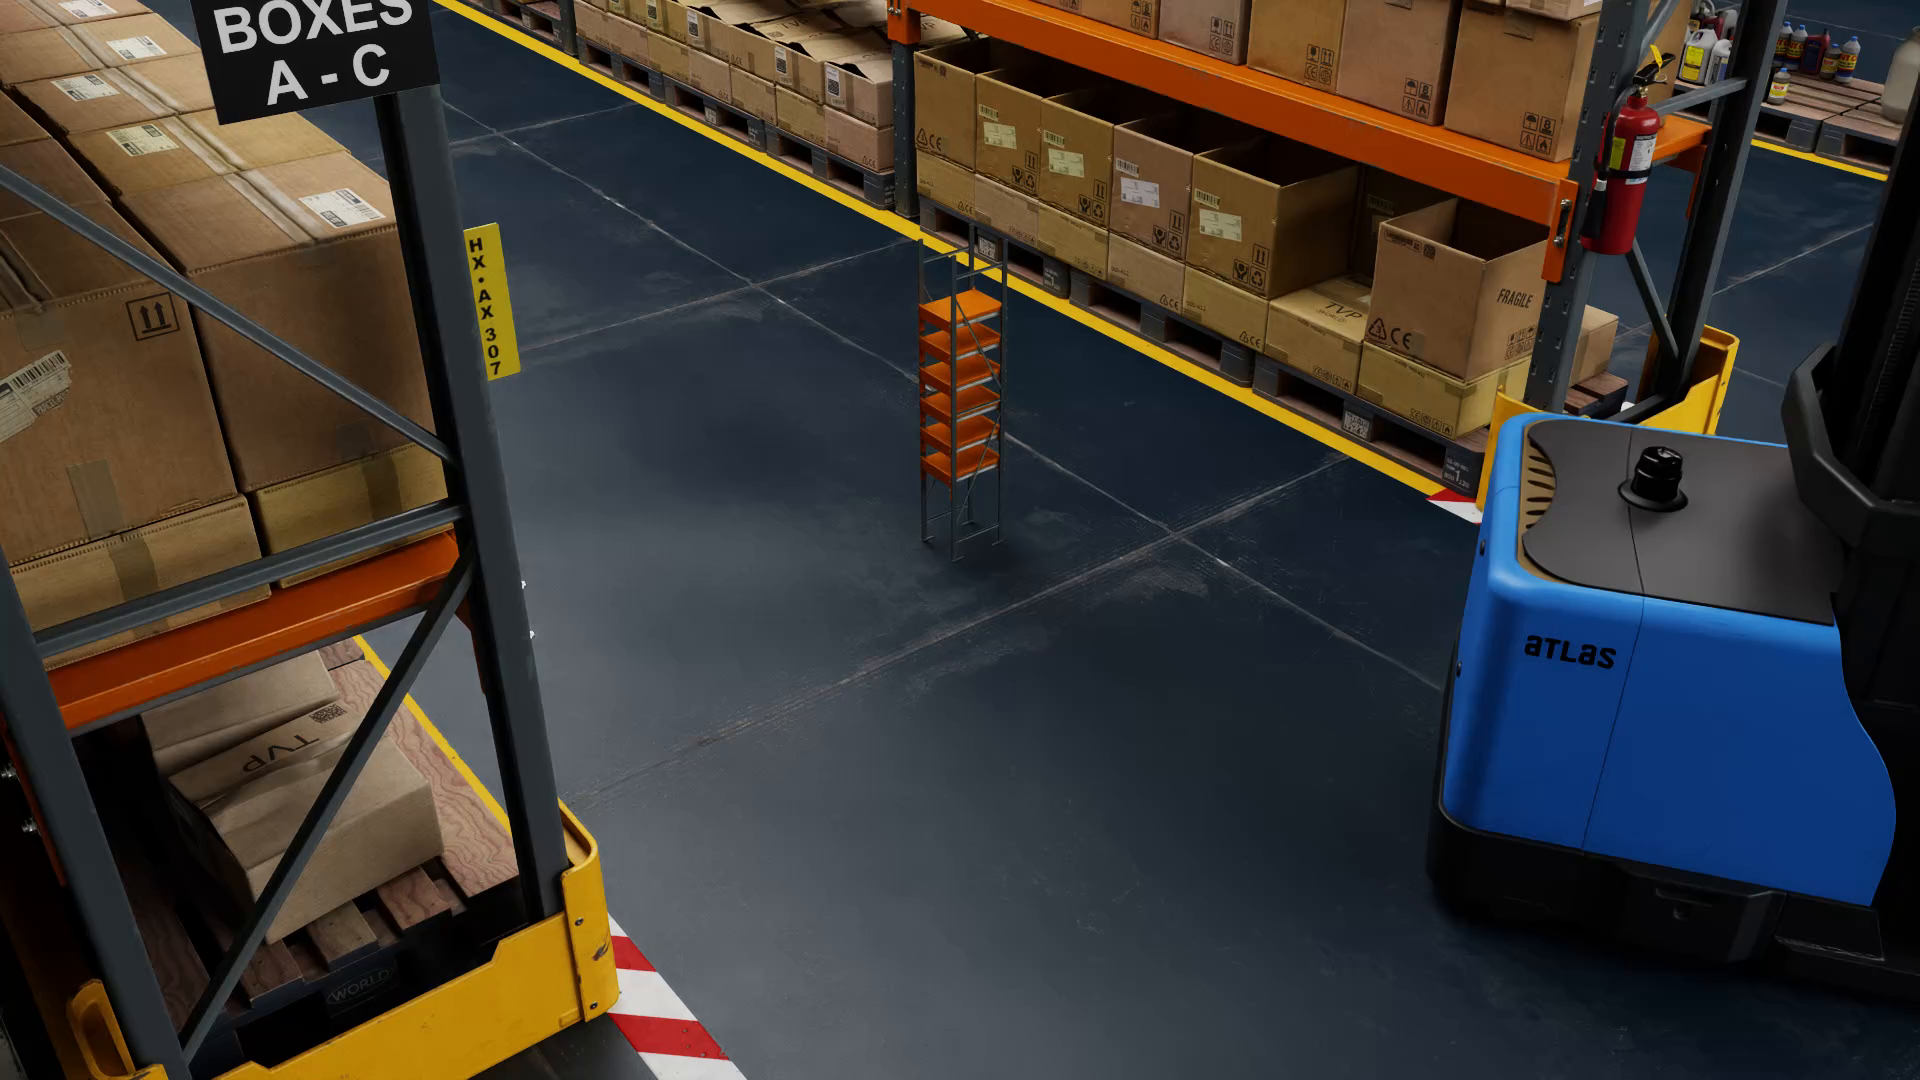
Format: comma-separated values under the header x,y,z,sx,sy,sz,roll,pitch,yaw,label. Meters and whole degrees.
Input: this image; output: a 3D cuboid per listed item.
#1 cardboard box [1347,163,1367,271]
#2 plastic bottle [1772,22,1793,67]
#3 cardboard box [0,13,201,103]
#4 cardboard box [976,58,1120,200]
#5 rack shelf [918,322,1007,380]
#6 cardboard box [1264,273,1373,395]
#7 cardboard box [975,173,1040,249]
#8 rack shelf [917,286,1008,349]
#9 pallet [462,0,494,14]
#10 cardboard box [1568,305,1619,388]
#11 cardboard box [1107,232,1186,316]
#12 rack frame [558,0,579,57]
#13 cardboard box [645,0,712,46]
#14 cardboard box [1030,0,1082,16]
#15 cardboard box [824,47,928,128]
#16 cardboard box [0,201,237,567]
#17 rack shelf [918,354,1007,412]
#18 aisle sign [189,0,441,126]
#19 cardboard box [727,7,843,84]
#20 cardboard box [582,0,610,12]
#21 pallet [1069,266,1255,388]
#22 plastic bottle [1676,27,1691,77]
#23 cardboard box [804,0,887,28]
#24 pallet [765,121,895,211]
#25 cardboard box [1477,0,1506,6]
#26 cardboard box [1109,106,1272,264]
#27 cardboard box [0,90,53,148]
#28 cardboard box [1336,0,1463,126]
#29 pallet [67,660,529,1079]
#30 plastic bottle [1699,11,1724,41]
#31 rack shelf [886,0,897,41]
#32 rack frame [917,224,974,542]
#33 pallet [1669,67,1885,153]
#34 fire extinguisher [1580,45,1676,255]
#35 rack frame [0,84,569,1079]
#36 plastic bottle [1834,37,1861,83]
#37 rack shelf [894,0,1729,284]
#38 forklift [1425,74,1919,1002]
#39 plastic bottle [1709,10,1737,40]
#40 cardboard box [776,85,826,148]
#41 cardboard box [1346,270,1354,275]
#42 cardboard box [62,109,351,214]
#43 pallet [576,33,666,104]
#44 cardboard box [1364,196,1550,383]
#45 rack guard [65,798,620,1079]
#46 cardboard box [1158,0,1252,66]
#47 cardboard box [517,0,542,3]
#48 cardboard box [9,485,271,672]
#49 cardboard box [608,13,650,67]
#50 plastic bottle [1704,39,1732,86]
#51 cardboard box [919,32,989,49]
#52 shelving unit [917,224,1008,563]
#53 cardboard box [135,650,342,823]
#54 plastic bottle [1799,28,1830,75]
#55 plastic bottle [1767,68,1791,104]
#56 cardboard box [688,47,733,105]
x,y,z,sx,sy,sz,roll,pitch,yaw,label
1.750,-1.571,7.433,0.500,0.500,0.500,-22,38,-31,cardboard box
5.306,-3.204,10.735,0.097,0.271,0.097,0,32,0,plastic bottle
-2.371,-1.128,4.635,0.500,0.500,0.500,-21,38,-30,cardboard box
0.425,-2.030,8.173,0.500,0.500,0.500,-22,38,-31,cardboard box
0.009,-0.670,5.821,0.258,0.103,0.180,-22,38,-31,rack shelf
1.650,-0.877,7.027,0.500,0.250,0.500,-22,38,-31,cardboard box
0.423,-1.710,8.369,0.500,0.250,0.500,-22,38,-31,cardboard box
0.009,-0.772,5.757,0.258,0.103,0.180,-22,38,-31,rack shelf
-3.550,-4.515,13.320,1.003,0.211,1.213,-22,38,-31,pallet
2.375,-0.840,6.968,0.500,0.250,0.500,-22,38,-31,cardboard box
1.037,-1.294,7.698,0.500,0.250,0.500,-22,38,-31,cardboard box
-2.378,-4.868,11.246,1.000,3.000,0.127,-22,38,-31,rack frame
-1.649,-3.374,10.516,0.500,0.311,0.500,-23,39,-33,cardboard box
0.681,-2.843,7.890,0.700,0.500,0.500,-23,38,-32,cardboard box
-0.400,-2.526,9.151,0.500,0.311,0.500,-22,38,-31,cardboard box
-1.840,-0.321,3.336,0.500,0.500,0.500,-23,38,-32,cardboard box
0.009,-0.568,5.884,0.258,0.103,0.180,-22,38,-31,rack shelf
-1.101,-1.102,2.717,0.394,0.787,0.004,-22,38,-31,aisle sign
-1.028,-2.950,9.833,0.500,0.311,0.500,-22,38,-32,cardboard box
-2.288,-3.804,11.208,0.500,0.311,0.500,-21,37,-30,cardboard box
1.282,-1.163,7.923,1.003,0.211,1.213,-22,38,-31,pallet
4.534,-3.138,10.552,0.144,0.351,0.185,-23,38,-32,plastic bottle
-0.603,-3.128,10.121,0.500,0.311,0.500,-24,39,-33,cardboard box
-0.407,-2.311,9.771,1.003,0.211,1.213,-22,38,-31,pallet
1.982,-2.059,6.012,0.380,0.149,0.250,-21,38,-30,cardboard box
1.034,-1.611,7.499,0.500,0.500,0.500,-22,38,-31,cardboard box
-2.461,-0.748,4.024,0.500,0.500,0.500,-23,39,-33,cardboard box
1.926,-1.993,6.521,0.700,0.500,0.500,-21,38,-30,cardboard box
-1.899,0.873,4.645,1.003,0.211,1.213,-22,38,-31,pallet
4.941,-3.342,10.945,0.061,0.283,0.133,-22,38,-31,plastic bottle
-1.151,-3.729,10.093,1.077,0.370,4.000,-22,38,-31,rack shelf
-0.047,-0.542,5.985,0.240,1.200,0.006,-22,38,-31,rack frame
5.121,-2.816,10.583,1.003,0.211,1.213,-22,38,-31,pallet
2.234,-1.302,5.577,0.296,0.674,0.183,-22,38,-31,fire extinguisher
-1.383,0.070,3.294,1.000,3.000,0.127,-22,38,-31,rack frame
5.578,-3.020,10.438,0.097,0.271,0.097,0,32,0,plastic bottle
1.302,-2.062,7.409,1.077,0.370,4.000,-22,38,-31,rack shelf
2.871,-0.244,3.865,3.031,2.935,1.130,9,33,15,forklift
5.025,-3.374,11.003,0.152,0.276,0.135,-22,38,-31,plastic bottle
-0.717,-2.502,9.644,0.500,0.250,0.500,-23,39,-32,cardboard box
1.759,-1.256,7.637,0.500,0.250,0.500,-22,38,-31,cardboard box
-1.733,-0.699,3.945,0.500,0.500,0.500,-22,38,-31,cardboard box
-1.904,-3.328,11.409,1.003,0.211,1.213,-22,38,-31,pallet
1.964,-0.990,6.499,0.500,0.500,0.500,-22,38,-31,cardboard box
-1.429,1.100,4.005,1.175,0.500,0.348,-22,38,-31,rack guard
1.300,-2.420,7.208,0.700,0.500,0.500,-21,38,-30,cardboard box
-3.137,-4.307,12.294,0.500,0.500,0.500,-21,37,-30,cardboard box
-1.822,-0.007,3.541,0.500,0.250,0.500,-22,38,-31,cardboard box
-1.979,-3.356,11.019,0.500,0.250,0.500,-23,39,-33,cardboard box
4.753,-2.961,10.338,0.152,0.276,0.135,-23,39,-33,plastic bottle
0.019,-2.703,9.435,0.500,0.311,0.500,-22,38,-31,cardboard box
0.009,-0.504,5.924,0.258,1.200,0.189,-22,38,-31,shelving unit
-2.085,0.470,4.781,0.500,0.311,0.500,-19,37,-28,cardboard box
5.453,-3.125,10.596,0.061,0.283,0.133,-22,38,-31,plastic bottle
4.971,-2.757,10.081,0.097,0.201,0.097,0,32,0,plastic bottle
-1.342,-2.928,10.329,0.500,0.250,0.500,-21,38,-30,cardboard box
